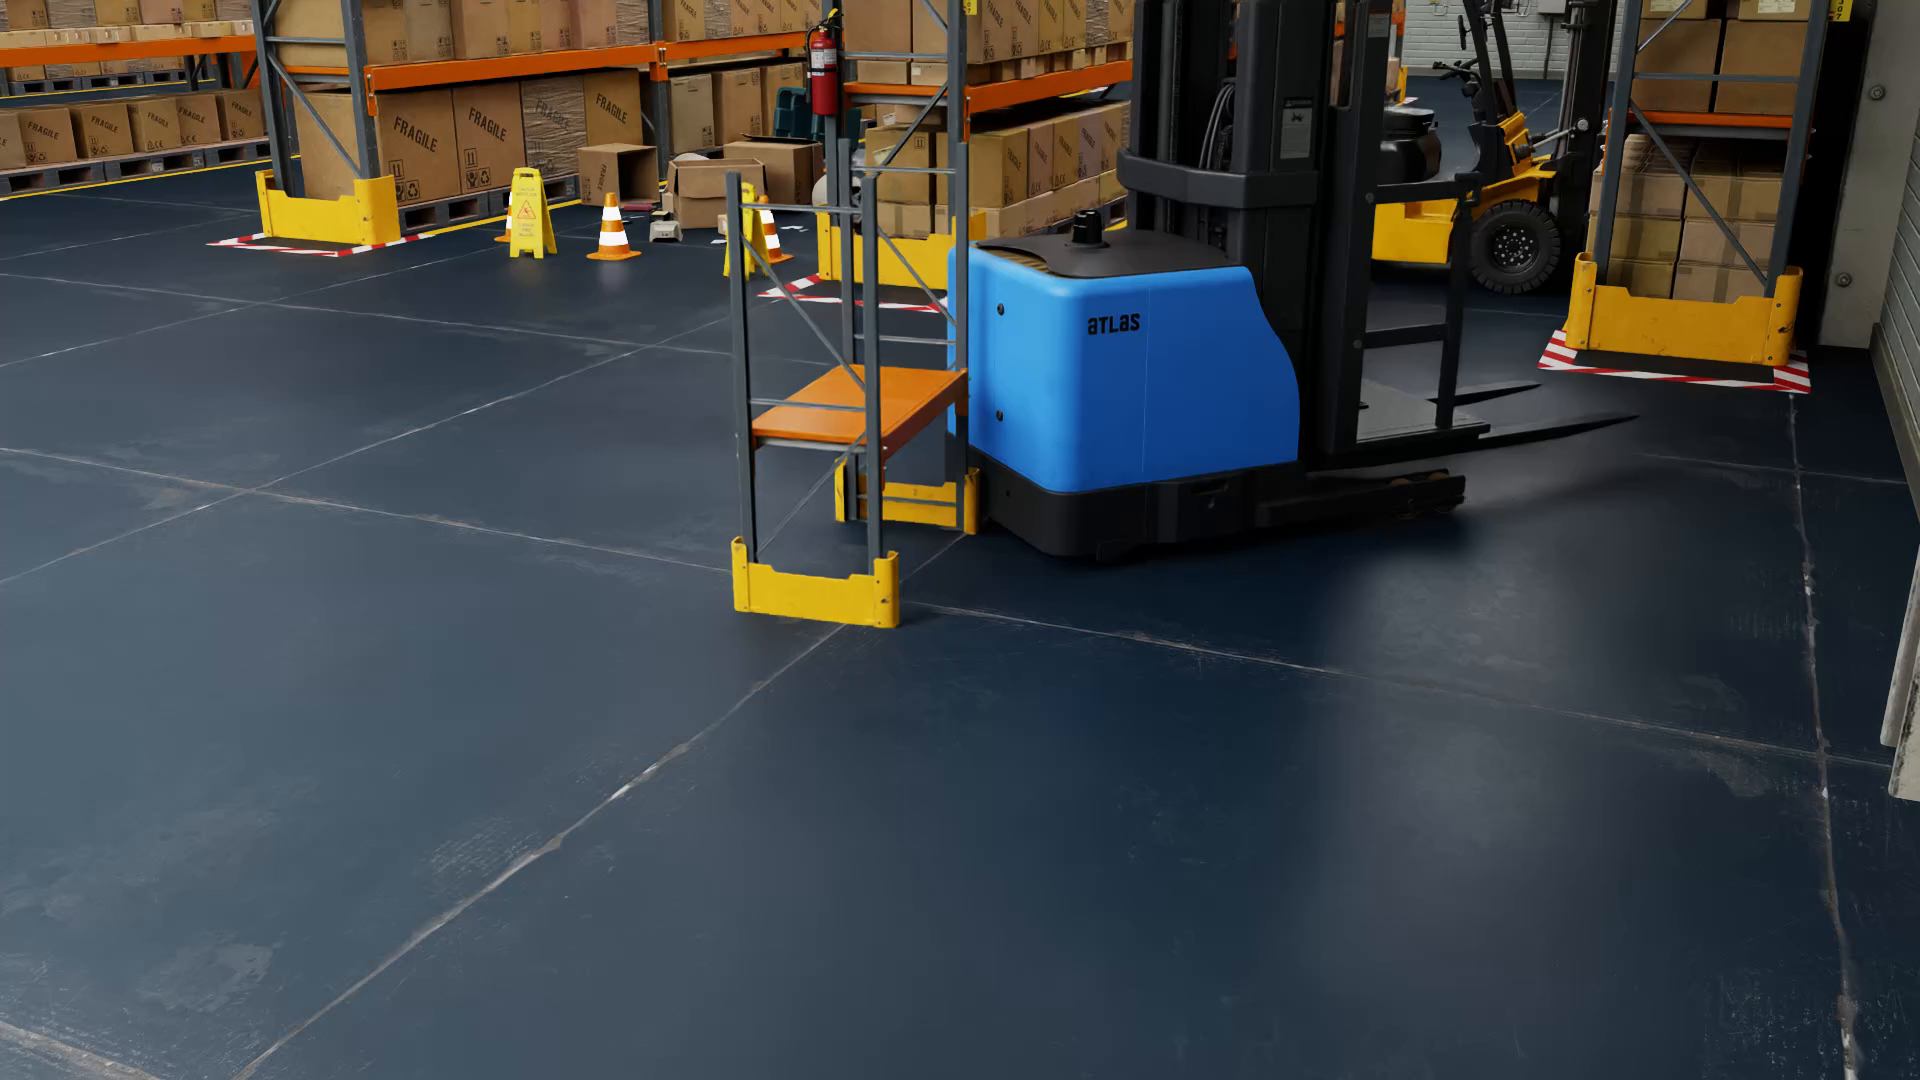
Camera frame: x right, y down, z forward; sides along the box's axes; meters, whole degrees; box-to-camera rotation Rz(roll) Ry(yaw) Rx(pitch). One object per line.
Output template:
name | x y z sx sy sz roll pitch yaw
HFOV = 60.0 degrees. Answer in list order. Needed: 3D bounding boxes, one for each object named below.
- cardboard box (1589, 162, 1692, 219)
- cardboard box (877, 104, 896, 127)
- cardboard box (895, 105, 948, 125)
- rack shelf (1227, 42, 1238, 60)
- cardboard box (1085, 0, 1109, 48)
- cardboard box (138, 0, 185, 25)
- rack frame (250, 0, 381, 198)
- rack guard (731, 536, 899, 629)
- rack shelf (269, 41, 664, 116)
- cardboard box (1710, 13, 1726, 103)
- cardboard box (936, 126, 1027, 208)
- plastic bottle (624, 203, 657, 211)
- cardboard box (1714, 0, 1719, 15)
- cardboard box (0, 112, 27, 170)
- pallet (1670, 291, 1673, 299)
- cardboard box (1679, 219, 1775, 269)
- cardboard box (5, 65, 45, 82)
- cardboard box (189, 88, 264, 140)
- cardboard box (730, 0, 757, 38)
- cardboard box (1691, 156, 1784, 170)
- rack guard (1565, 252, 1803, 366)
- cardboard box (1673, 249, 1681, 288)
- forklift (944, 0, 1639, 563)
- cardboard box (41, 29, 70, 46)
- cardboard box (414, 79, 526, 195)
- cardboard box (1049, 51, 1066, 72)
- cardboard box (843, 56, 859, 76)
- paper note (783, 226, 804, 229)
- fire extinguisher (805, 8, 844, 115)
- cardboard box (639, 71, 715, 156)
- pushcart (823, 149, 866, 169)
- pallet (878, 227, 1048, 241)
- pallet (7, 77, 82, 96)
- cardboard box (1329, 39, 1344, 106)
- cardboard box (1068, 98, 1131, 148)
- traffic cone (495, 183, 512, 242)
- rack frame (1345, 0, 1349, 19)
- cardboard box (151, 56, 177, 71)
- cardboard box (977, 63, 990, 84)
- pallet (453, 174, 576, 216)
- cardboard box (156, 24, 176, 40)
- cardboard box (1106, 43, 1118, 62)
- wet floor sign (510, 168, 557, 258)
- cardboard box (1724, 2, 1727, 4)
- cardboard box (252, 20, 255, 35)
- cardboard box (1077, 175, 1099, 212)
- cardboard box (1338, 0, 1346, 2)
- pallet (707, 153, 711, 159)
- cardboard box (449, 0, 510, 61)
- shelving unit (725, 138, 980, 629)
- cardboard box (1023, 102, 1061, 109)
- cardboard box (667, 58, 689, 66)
cardboard box | 4.000 -2.060 9.769 0.500 0.250 0.500 9 22 25
cardboard box | -0.432 -3.820 15.333 0.500 0.500 0.500 9 21 23
cardboard box | -0.255 -3.146 12.228 0.380 0.149 0.250 9 22 24
rack shelf | 2.023 -4.678 16.219 1.077 0.370 4.000 9 21 23
cardboard box | 0.836 -4.105 12.942 0.500 0.500 0.500 9 22 24
cardboard box | -8.428 -5.509 16.889 0.875 0.500 0.500 9 21 23
rack frame | -4.992 -3.831 12.764 1.000 3.000 0.127 9 21 23
rack guard | -0.496 0.143 5.692 0.587 0.250 0.087 6 20 16
rack shelf | -4.173 -4.103 14.604 1.077 0.370 4.000 9 21 23
cardboard box | 4.279 -2.894 9.980 0.500 0.500 0.500 9 22 24
cardboard box | 0.158 -2.654 11.814 0.500 0.500 0.500 8 21 21
plastic bottle | -2.793 -2.924 14.598 0.283 0.061 0.133 1 20 4
cardboard box | 4.334 -3.227 9.950 0.380 0.149 0.250 8 21 22
cardboard box | -9.204 -3.751 15.644 0.500 0.500 0.500 13 23 33
pallet | 4.371 -1.429 10.170 1.003 0.211 1.213 9 21 23
cardboard box | 4.478 -1.756 9.660 0.500 0.250 0.500 9 21 24
cardboard box | -14.788 -7.478 26.093 0.500 0.500 0.500 10 22 25
cardboard box | -8.038 -4.669 18.223 0.500 0.500 0.500 8 21 21
cardboard box | -2.480 -5.532 17.397 0.500 0.500 0.500 8 21 22
cardboard box | 4.667 -2.150 10.023 0.500 0.250 0.500 9 21 23
rack guard | 4.086 -1.318 9.428 1.175 0.500 0.348 9 21 23
cardboard box | 4.212 -1.743 10.370 0.500 0.250 0.500 9 21 23
forklift | 1.495 -1.612 6.628 3.031 2.935 1.130 -9 21 -23
cardboard box | -8.713 -4.781 15.812 0.380 0.149 0.250 9 21 23
cardboard box | -4.416 -3.513 14.416 0.875 0.875 0.875 8 21 22
cardboard box | 0.576 -3.609 12.516 0.380 0.149 0.250 8 21 21
cardboard box | -1.212 -5.828 20.363 0.500 0.250 0.500 8 21 20
paper note | -1.378 -2.580 13.694 0.148 0.019 0.142 18 26 41
fire extinguisher | -0.901 -3.174 11.034 0.296 0.674 0.183 9 21 23
cardboard box | -3.181 -4.394 17.078 1.050 0.750 0.750 8 21 22
pushcart | -0.897 -3.468 15.656 1.648 0.377 0.936 1 20 4
pallet | -0.038 -2.136 12.159 1.003 0.211 1.213 9 21 23
pallet | -14.895 -7.258 26.561 1.003 0.211 1.213 9 21 23
cardboard box | 4.299 -5.847 20.978 0.875 0.875 0.875 9 22 24
cardboard box | 1.206 -3.443 14.032 0.500 0.500 0.500 8 21 22
traffic cone | -3.479 -2.603 13.098 0.336 0.463 0.334 9 21 23
rack frame | 4.480 -6.851 21.256 1.000 3.000 0.127 9 21 23
cardboard box | -13.748 -8.261 28.294 0.500 0.500 0.500 9 21 23
cardboard box | -0.016 -3.219 11.418 0.380 0.149 0.250 9 21 24
pallet | -4.235 -3.144 14.994 1.003 0.211 1.213 9 21 23
cardboard box | -8.214 -5.166 16.892 0.380 0.149 0.250 9 21 23
cardboard box | 1.076 -4.001 13.617 0.380 0.149 0.250 9 21 23
wet floor sign | -3.197 -2.441 12.370 0.267 0.644 0.232 5 20 13
cardboard box | 5.314 -3.673 12.170 0.500 0.500 0.500 8 21 21
cardboard box | -7.657 -5.541 17.947 0.380 0.149 0.250 9 21 23
cardboard box | 0.786 -2.771 13.261 0.500 0.250 0.500 9 21 24
cardboard box | 4.521 -6.848 20.725 0.500 0.250 0.500 9 21 23
pallet | -2.608 -4.360 18.415 1.003 0.211 1.213 9 21 23
cardboard box | -4.332 -4.346 13.990 0.875 0.550 0.550 9 21 23
shelving unit | -0.354 -0.605 5.933 0.587 1.500 1.083 6 20 16
cardboard box | 0.507 -3.353 13.777 0.500 0.500 0.500 9 22 25
cardboard box | -4.805 -7.209 24.808 1.225 0.875 0.875 9 21 23
